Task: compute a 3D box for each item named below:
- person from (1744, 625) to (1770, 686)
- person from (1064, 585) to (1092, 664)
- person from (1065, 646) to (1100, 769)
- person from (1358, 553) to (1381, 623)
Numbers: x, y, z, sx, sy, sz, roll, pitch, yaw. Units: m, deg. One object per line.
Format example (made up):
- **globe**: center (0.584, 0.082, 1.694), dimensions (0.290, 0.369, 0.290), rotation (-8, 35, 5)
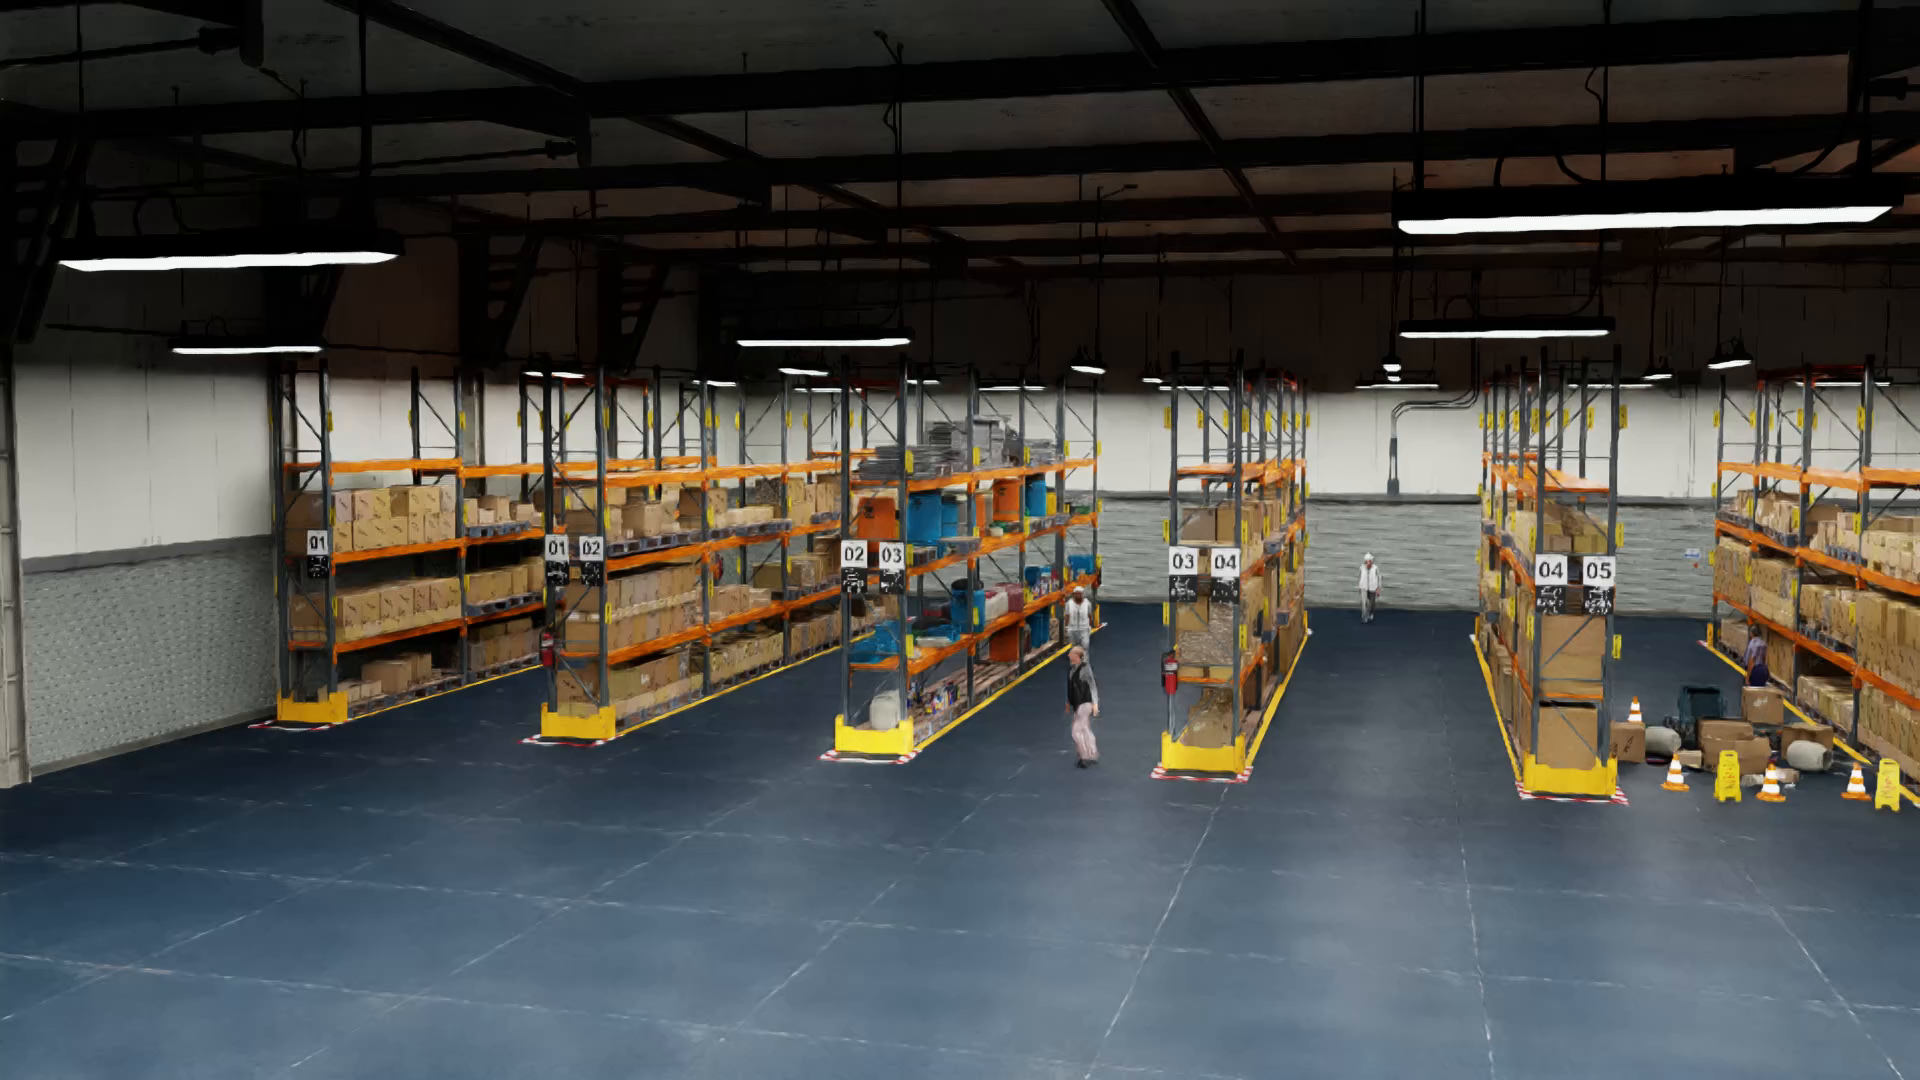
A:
- **person**: center (13.028, 2.208, 27.301), dimensions (0.541, 1.642, 0.592), rotation (3, 5, 40)
- **person**: center (2.345, 1.757, 33.007), dimensions (0.554, 1.724, 1.029), rotation (0, 4, 7)
- **person**: center (1.800, 2.411, 24.206), dimensions (0.497, 1.729, 0.638), rotation (-1, 4, -20)
- **person**: center (10.143, 1.182, 41.172), dimensions (0.553, 1.725, 1.030), rotation (1, 4, 14)
